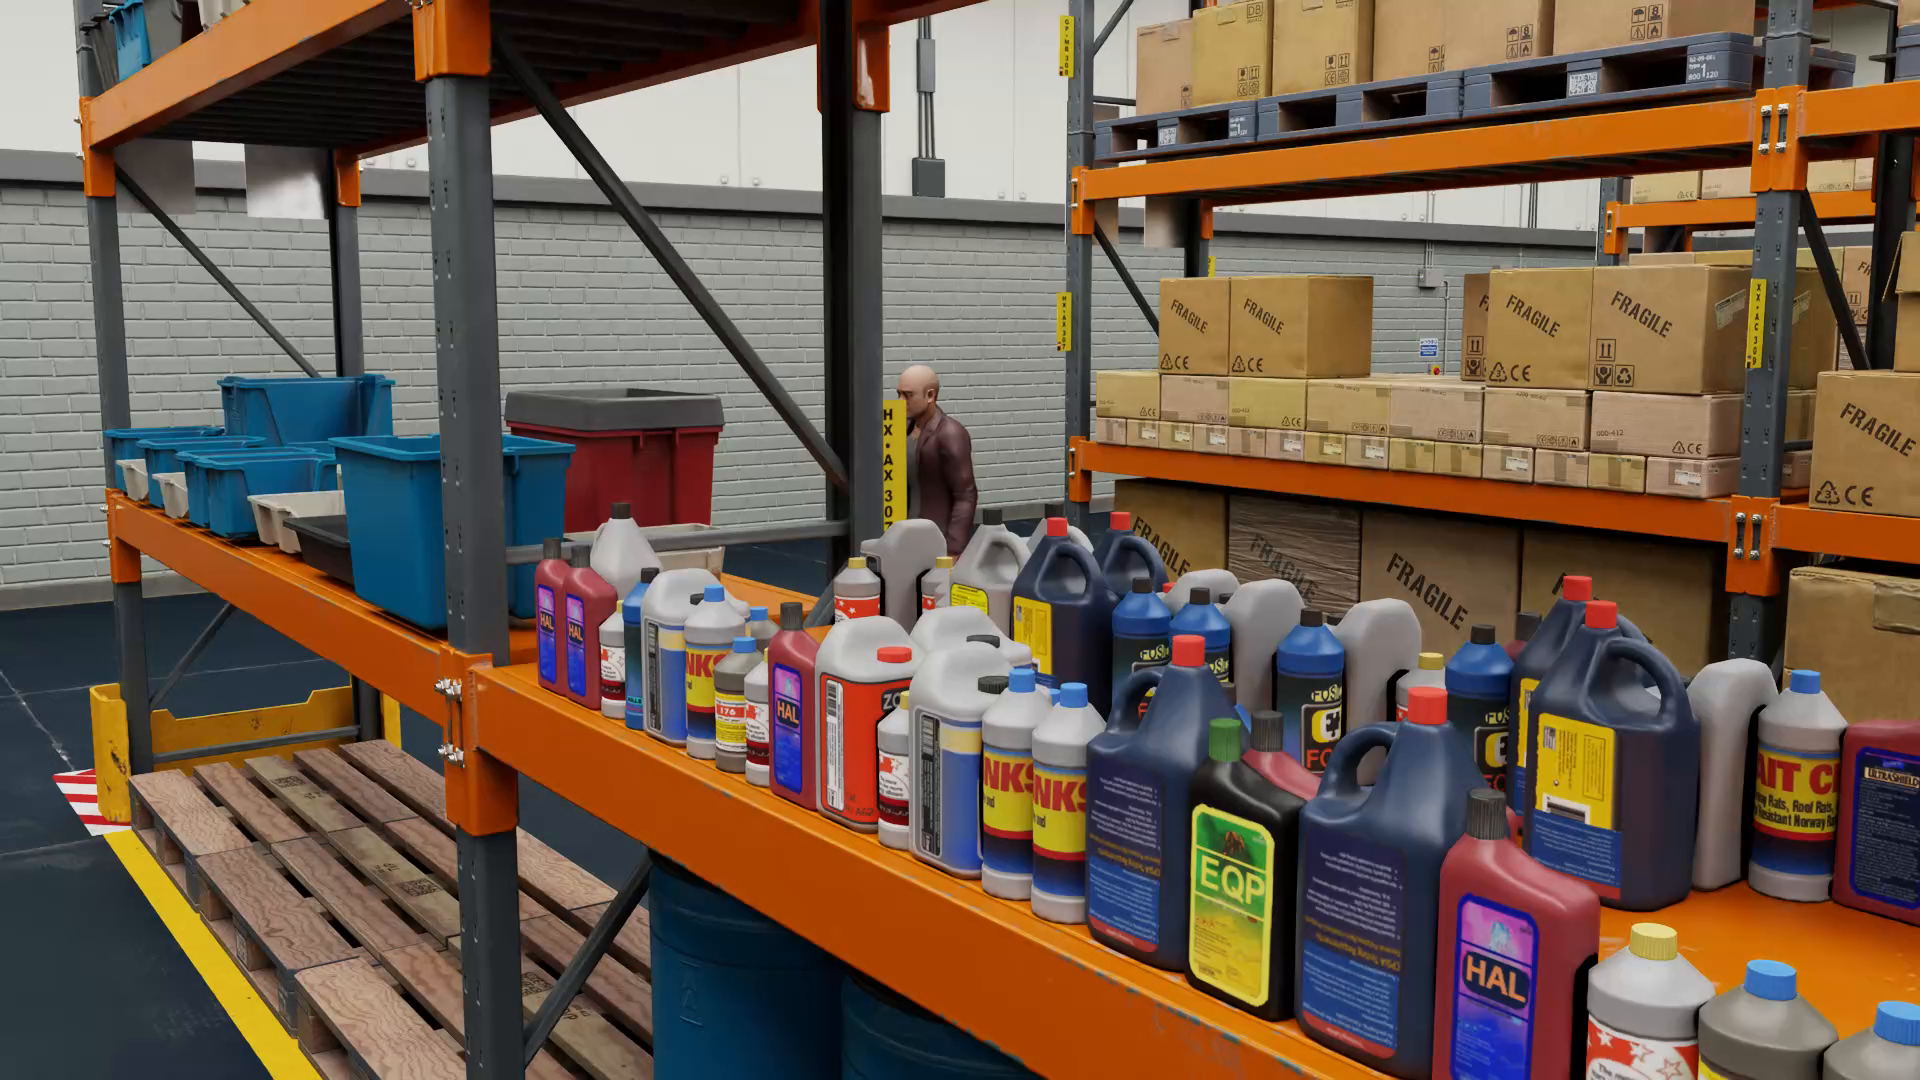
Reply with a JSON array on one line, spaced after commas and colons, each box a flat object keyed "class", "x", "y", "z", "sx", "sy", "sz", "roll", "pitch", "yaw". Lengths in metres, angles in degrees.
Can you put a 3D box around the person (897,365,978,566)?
[{"class": "person", "x": -0.171, "y": 0.134, "z": 8.037, "sx": 0.427, "sy": 1.591, "sz": 0.640, "roll": -6, "pitch": 9, "yaw": -36}]
